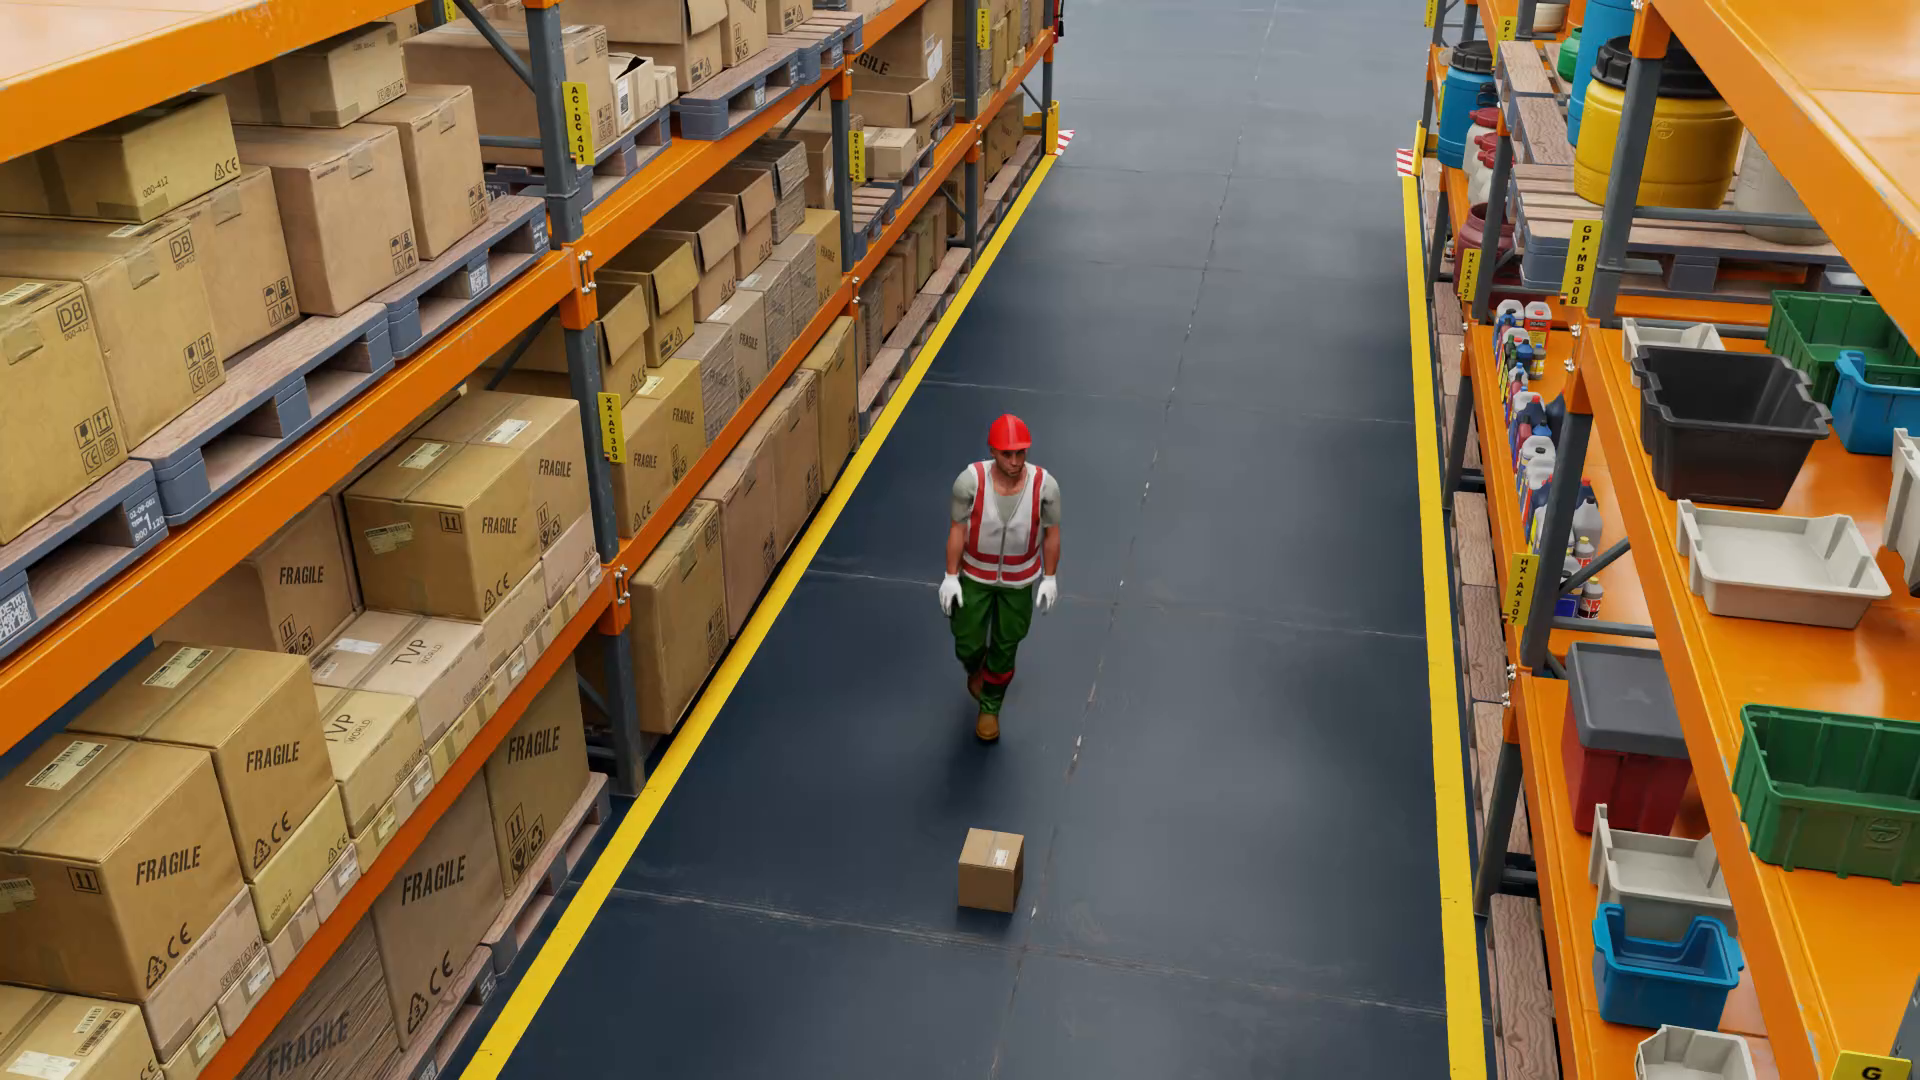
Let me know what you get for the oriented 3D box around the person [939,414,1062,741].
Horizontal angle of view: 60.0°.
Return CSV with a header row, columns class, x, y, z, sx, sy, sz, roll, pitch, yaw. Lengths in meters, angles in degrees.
class,x,y,z,sx,sy,sz,roll,pitch,yaw
person,0.197,0.153,8.286,0.597,1.784,0.550,1,29,1
